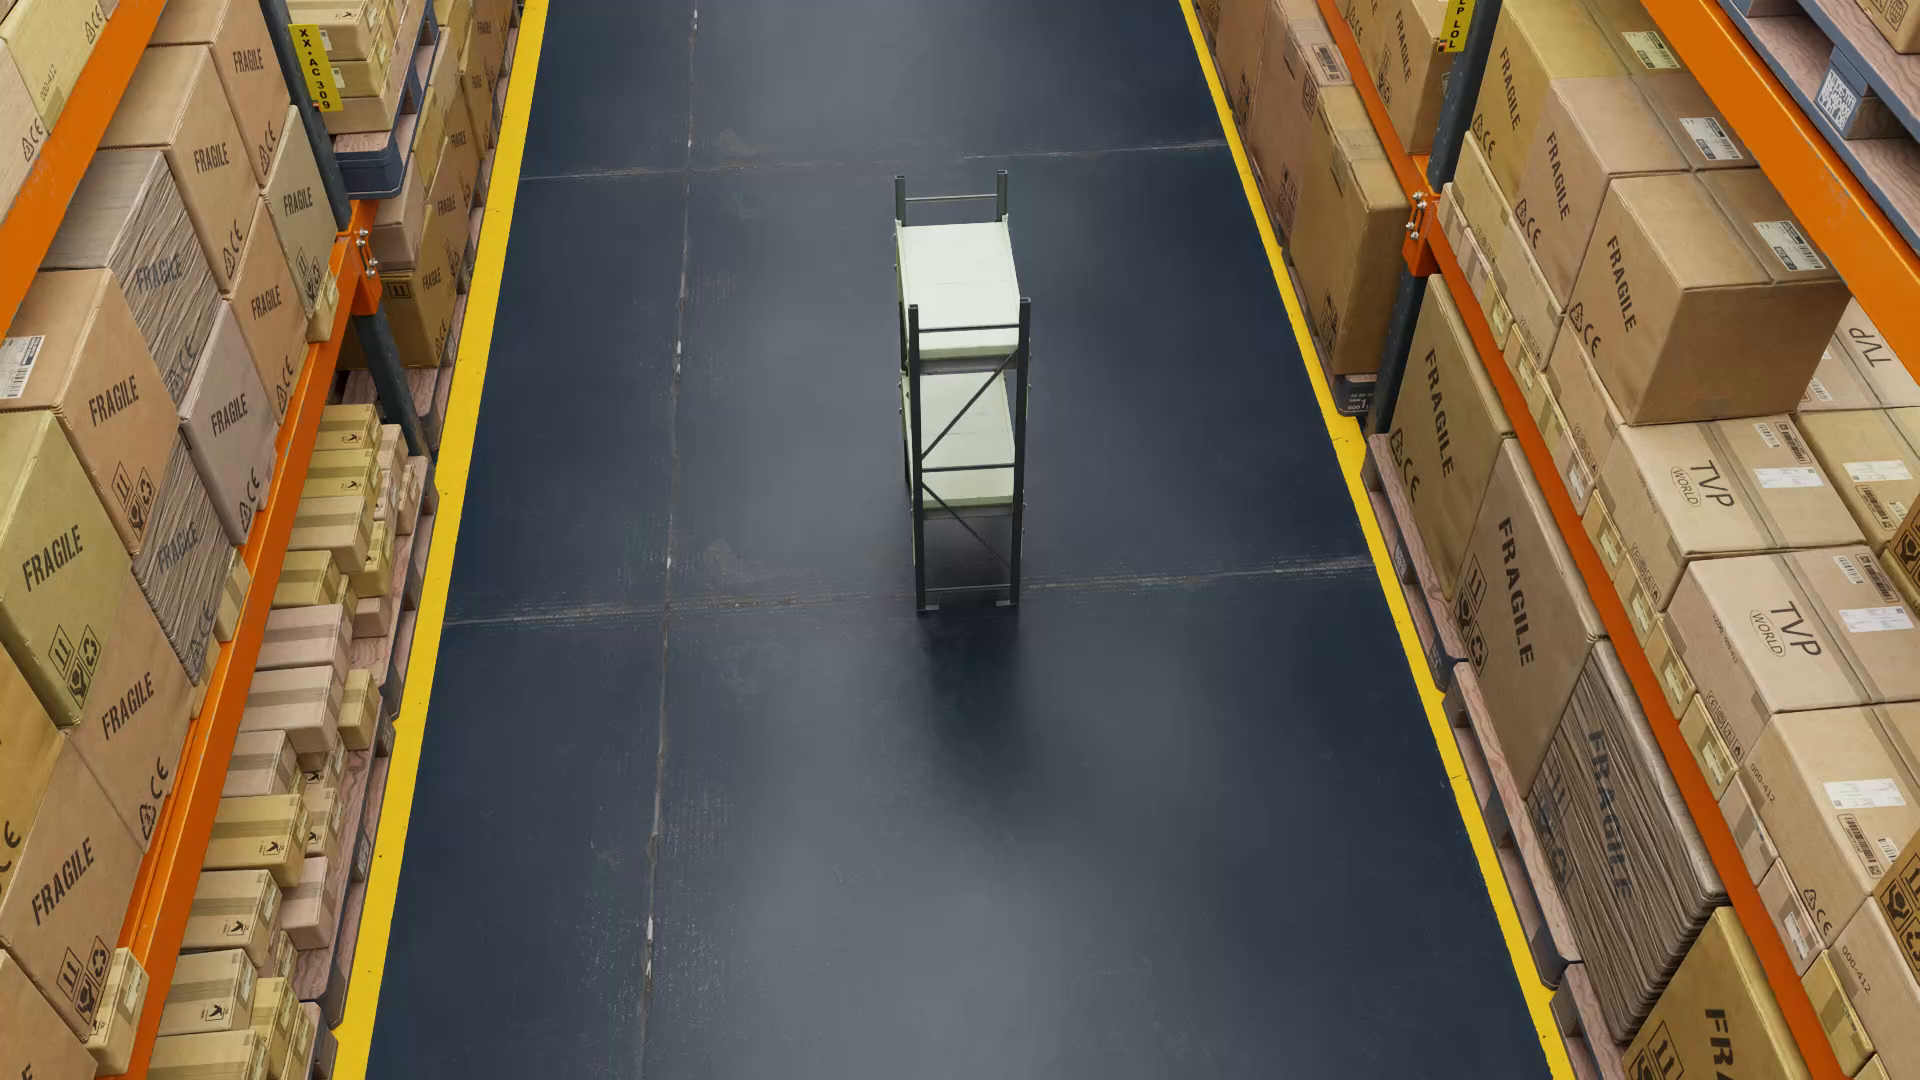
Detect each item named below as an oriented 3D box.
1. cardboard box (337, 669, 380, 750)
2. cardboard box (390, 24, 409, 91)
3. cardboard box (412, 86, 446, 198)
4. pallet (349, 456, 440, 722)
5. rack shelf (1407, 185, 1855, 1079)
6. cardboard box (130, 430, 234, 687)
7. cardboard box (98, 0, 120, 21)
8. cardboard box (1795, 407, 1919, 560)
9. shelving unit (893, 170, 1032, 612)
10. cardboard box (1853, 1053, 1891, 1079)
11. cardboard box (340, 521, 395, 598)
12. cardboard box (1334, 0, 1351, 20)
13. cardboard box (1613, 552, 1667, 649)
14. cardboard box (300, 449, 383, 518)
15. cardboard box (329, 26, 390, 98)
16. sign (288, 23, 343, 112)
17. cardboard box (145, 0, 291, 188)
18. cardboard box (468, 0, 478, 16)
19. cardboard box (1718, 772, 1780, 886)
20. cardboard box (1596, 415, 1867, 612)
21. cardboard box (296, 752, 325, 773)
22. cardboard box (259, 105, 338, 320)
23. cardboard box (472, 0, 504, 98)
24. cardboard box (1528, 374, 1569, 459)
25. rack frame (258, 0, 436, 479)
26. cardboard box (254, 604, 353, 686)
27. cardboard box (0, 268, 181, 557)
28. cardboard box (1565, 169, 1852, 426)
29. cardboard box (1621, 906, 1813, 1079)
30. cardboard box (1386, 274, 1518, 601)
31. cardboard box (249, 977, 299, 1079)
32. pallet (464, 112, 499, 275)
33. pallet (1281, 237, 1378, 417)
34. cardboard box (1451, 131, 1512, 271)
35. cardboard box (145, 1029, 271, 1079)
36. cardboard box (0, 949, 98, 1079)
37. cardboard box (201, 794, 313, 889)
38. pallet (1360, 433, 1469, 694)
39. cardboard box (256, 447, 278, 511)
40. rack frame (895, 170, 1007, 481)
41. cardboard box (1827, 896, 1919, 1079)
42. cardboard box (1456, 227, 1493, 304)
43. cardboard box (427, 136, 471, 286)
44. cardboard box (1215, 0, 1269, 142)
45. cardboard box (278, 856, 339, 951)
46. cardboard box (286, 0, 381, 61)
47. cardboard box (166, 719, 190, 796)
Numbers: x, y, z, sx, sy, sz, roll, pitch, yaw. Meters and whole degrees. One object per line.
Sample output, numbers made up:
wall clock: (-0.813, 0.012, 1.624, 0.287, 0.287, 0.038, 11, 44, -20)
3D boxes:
cardboard box: (-2.248, 0.600, 5.790, 0.380, 0.149, 0.250, -4, 47, -3)
cardboard box: (-2.311, -1.819, 6.291, 0.380, 0.149, 0.250, -3, 47, -3)
cardboard box: (-2.553, -1.727, 7.235, 0.500, 0.250, 0.500, -2, 47, -2)
pallet: (-2.616, 0.195, 6.420, 1.003, 0.211, 1.213, -3, 47, -3)
rack shelf: (2.411, 0.218, 4.973, 1.077, 0.370, 4.000, -3, 47, -3)
cardboard box: (-2.282, 0.058, 4.355, 0.500, 0.500, 0.500, -5, 47, -4)
cardboard box: (-2.367, -1.527, 4.168, 0.500, 0.250, 0.500, -4, 47, -3)
cardboard box: (2.670, -0.113, 4.690, 0.500, 0.250, 0.500, -4, 47, -4)
shelving unit: (-0.001, -0.521, 6.210, 0.431, 1.500, 0.755, -3, 47, -3)
cardboard box: (2.221, 1.266, 3.658, 0.380, 0.149, 0.250, -3, 47, -3)
cardboard box: (-2.289, 0.082, 6.076, 0.380, 0.149, 0.250, -5, 47, -5)
cardboard box: (1.847, -2.569, 7.048, 0.500, 0.500, 0.500, -4, 47, -4)
cardboard box: (2.093, 0.160, 4.705, 0.380, 0.149, 0.250, -3, 47, -3)
cardboard box: (-2.357, -0.193, 6.131, 0.380, 0.149, 0.250, -3, 47, -3)
cardboard box: (-2.282, -1.721, 5.993, 0.380, 0.149, 0.250, -3, 47, -3)
sign: (-2.167, -1.584, 5.588, 0.100, 0.325, 0.005, -3, 47, -3)
cardboard box: (-2.398, -1.405, 5.052, 0.500, 0.500, 0.500, -5, 47, -5)
cardboard box: (-2.670, -2.841, 8.291, 0.500, 0.250, 0.500, -3, 47, -3)
cardboard box: (2.157, 0.715, 4.180, 0.380, 0.149, 0.250, -3, 47, -3)
cardboard box: (2.141, -0.079, 4.658, 0.500, 0.250, 0.500, -3, 47, -3)
cardboard box: (-2.322, 0.648, 5.540, 0.380, 0.149, 0.250, -5, 47, -5)
cardboard box: (-2.385, -1.052, 5.407, 0.500, 0.500, 0.500, -3, 47, -3)
cardboard box: (-2.687, -2.591, 8.570, 0.500, 0.500, 0.500, -2, 47, -2)
cardboard box: (2.027, -0.400, 5.236, 0.380, 0.149, 0.250, -4, 47, -4)
rack frame: (-2.707, -1.248, 5.866, 1.000, 3.000, 0.127, -3, 47, -3)
cardboard box: (-2.270, 0.370, 5.598, 0.380, 0.149, 0.250, -6, 47, -5)
cardboard box: (-2.261, -0.286, 3.993, 0.500, 0.500, 0.500, -5, 47, -5)
cardboard box: (2.111, -0.690, 4.719, 0.500, 0.500, 0.500, -5, 47, -5)
cardboard box: (2.446, 1.546, 4.394, 0.875, 0.875, 0.875, -3, 47, -3)
cardboard box: (2.219, -0.408, 6.244, 0.875, 0.875, 0.875, -3, 47, -3)
cardboard box: (-2.149, 1.419, 4.809, 0.380, 0.149, 0.250, -2, 47, -2)
pallet: (-2.879, -1.737, 8.250, 1.003, 0.211, 1.213, -3, 47, -3)
pallet: (2.104, -1.071, 7.619, 1.003, 0.211, 1.213, -3, 47, -3)
cardboard box: (2.022, -1.171, 5.692, 0.500, 0.250, 0.500, -4, 47, -4)
cardboard box: (-2.114, 1.495, 4.532, 0.380, 0.149, 0.250, -4, 47, -3)
cardboard box: (-2.134, 1.168, 3.304, 0.500, 0.500, 0.500, -1, 47, -1)
cardboard box: (-2.207, 0.927, 5.071, 0.380, 0.149, 0.250, -3, 47, -3)
pallet: (2.230, 0.037, 6.569, 1.003, 0.211, 1.213, -3, 47, -3)
cardboard box: (-2.307, -0.210, 5.056, 0.380, 0.149, 0.250, -5, 47, -5)
rack frame: (-0.031, -0.785, 6.461, 0.400, 1.500, 0.023, -3, 47, -3)
cardboard box: (2.274, 1.032, 3.605, 0.500, 0.250, 0.500, -4, 47, -4)
cardboard box: (1.959, -0.966, 5.772, 0.380, 0.149, 0.250, -5, 47, -5)
cardboard box: (-2.551, -1.466, 7.505, 0.500, 0.500, 0.500, -2, 47, -1)
cardboard box: (2.013, -2.638, 8.357, 1.225, 0.875, 0.875, -3, 47, -3)
cardboard box: (-2.191, 1.164, 5.256, 0.380, 0.149, 0.250, -6, 47, -5)
cardboard box: (-2.282, -1.824, 5.885, 0.380, 0.149, 0.250, -1, 47, -1)
cardboard box: (-2.253, 0.541, 4.344, 0.380, 0.149, 0.250, -4, 47, -4)
